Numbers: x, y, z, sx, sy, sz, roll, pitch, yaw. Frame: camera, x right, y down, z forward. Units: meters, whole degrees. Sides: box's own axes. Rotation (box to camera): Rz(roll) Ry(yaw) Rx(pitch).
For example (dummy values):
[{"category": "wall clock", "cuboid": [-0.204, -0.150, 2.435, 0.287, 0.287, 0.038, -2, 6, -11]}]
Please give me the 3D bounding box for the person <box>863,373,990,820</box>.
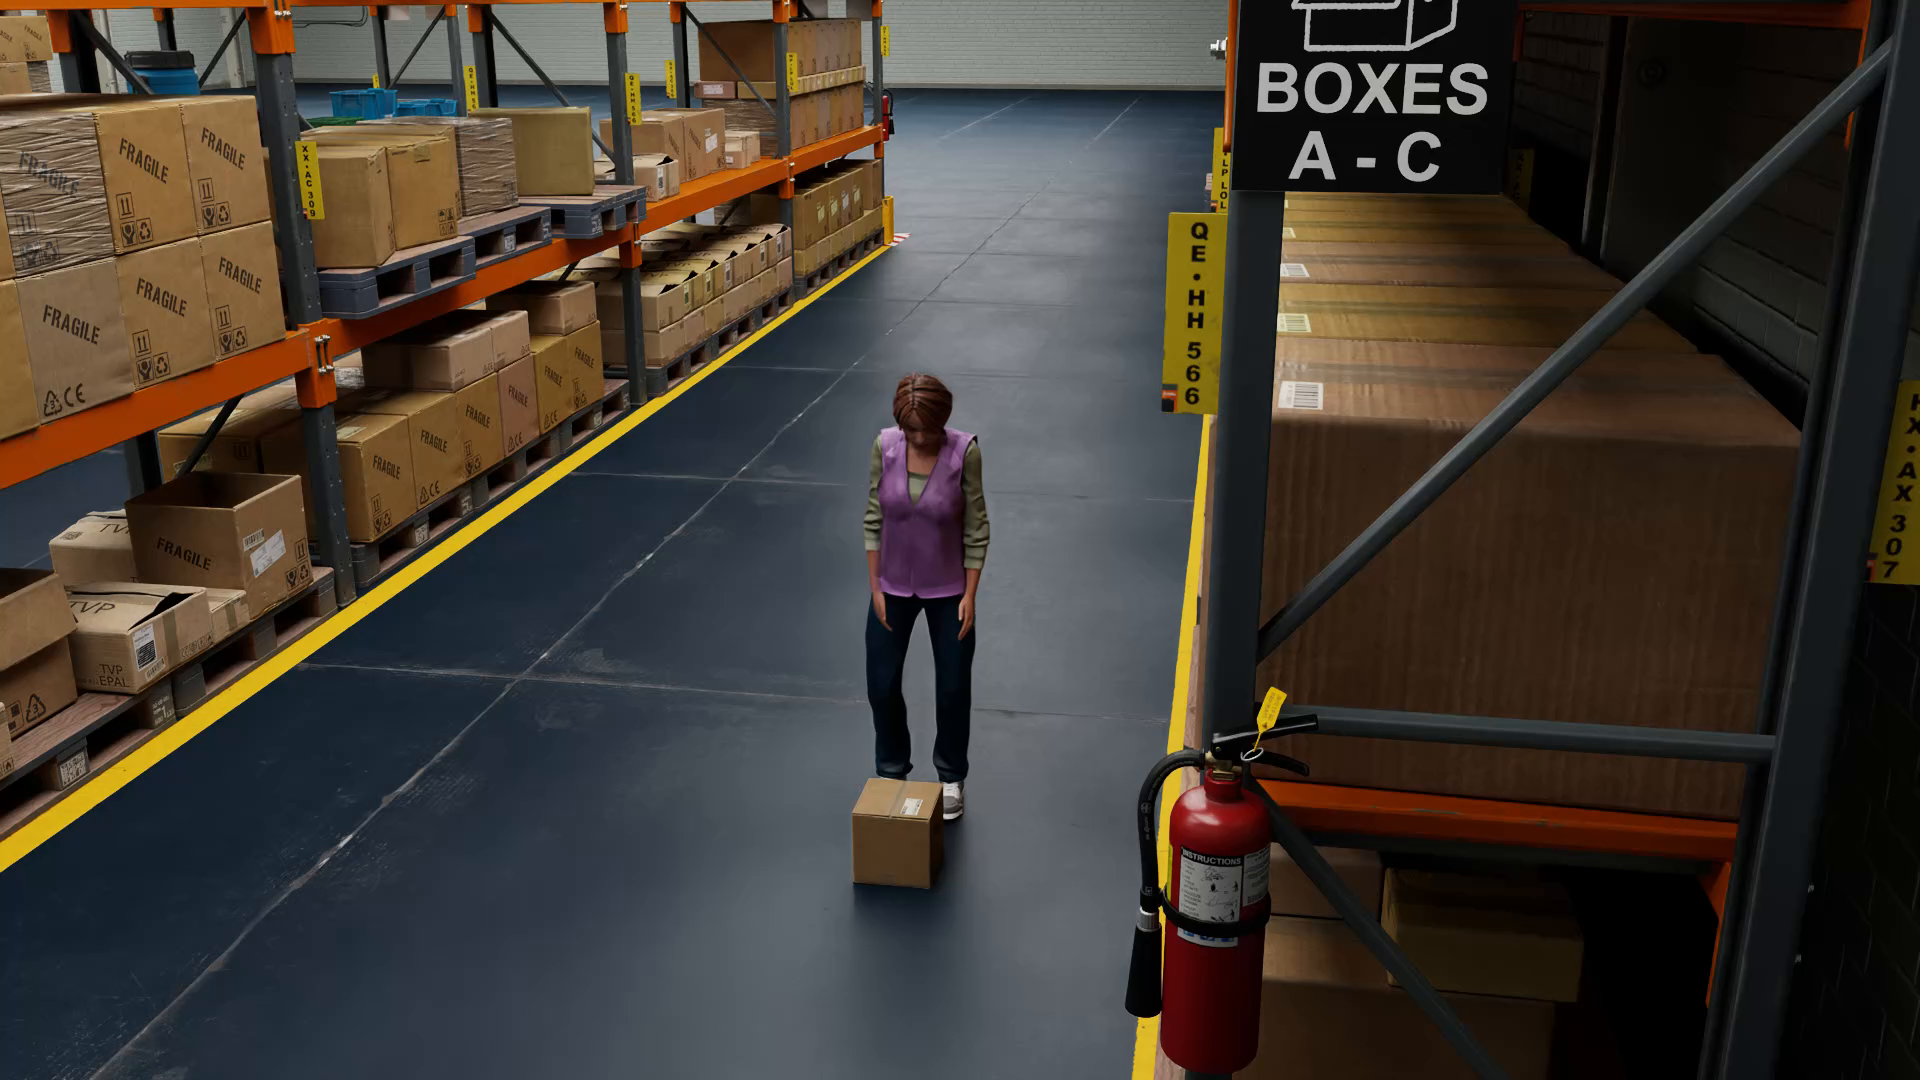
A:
[{"category": "person", "cuboid": [-0.108, 0.188, 5.576, 0.426, 1.559, 0.383, 3, 18, 10]}]
